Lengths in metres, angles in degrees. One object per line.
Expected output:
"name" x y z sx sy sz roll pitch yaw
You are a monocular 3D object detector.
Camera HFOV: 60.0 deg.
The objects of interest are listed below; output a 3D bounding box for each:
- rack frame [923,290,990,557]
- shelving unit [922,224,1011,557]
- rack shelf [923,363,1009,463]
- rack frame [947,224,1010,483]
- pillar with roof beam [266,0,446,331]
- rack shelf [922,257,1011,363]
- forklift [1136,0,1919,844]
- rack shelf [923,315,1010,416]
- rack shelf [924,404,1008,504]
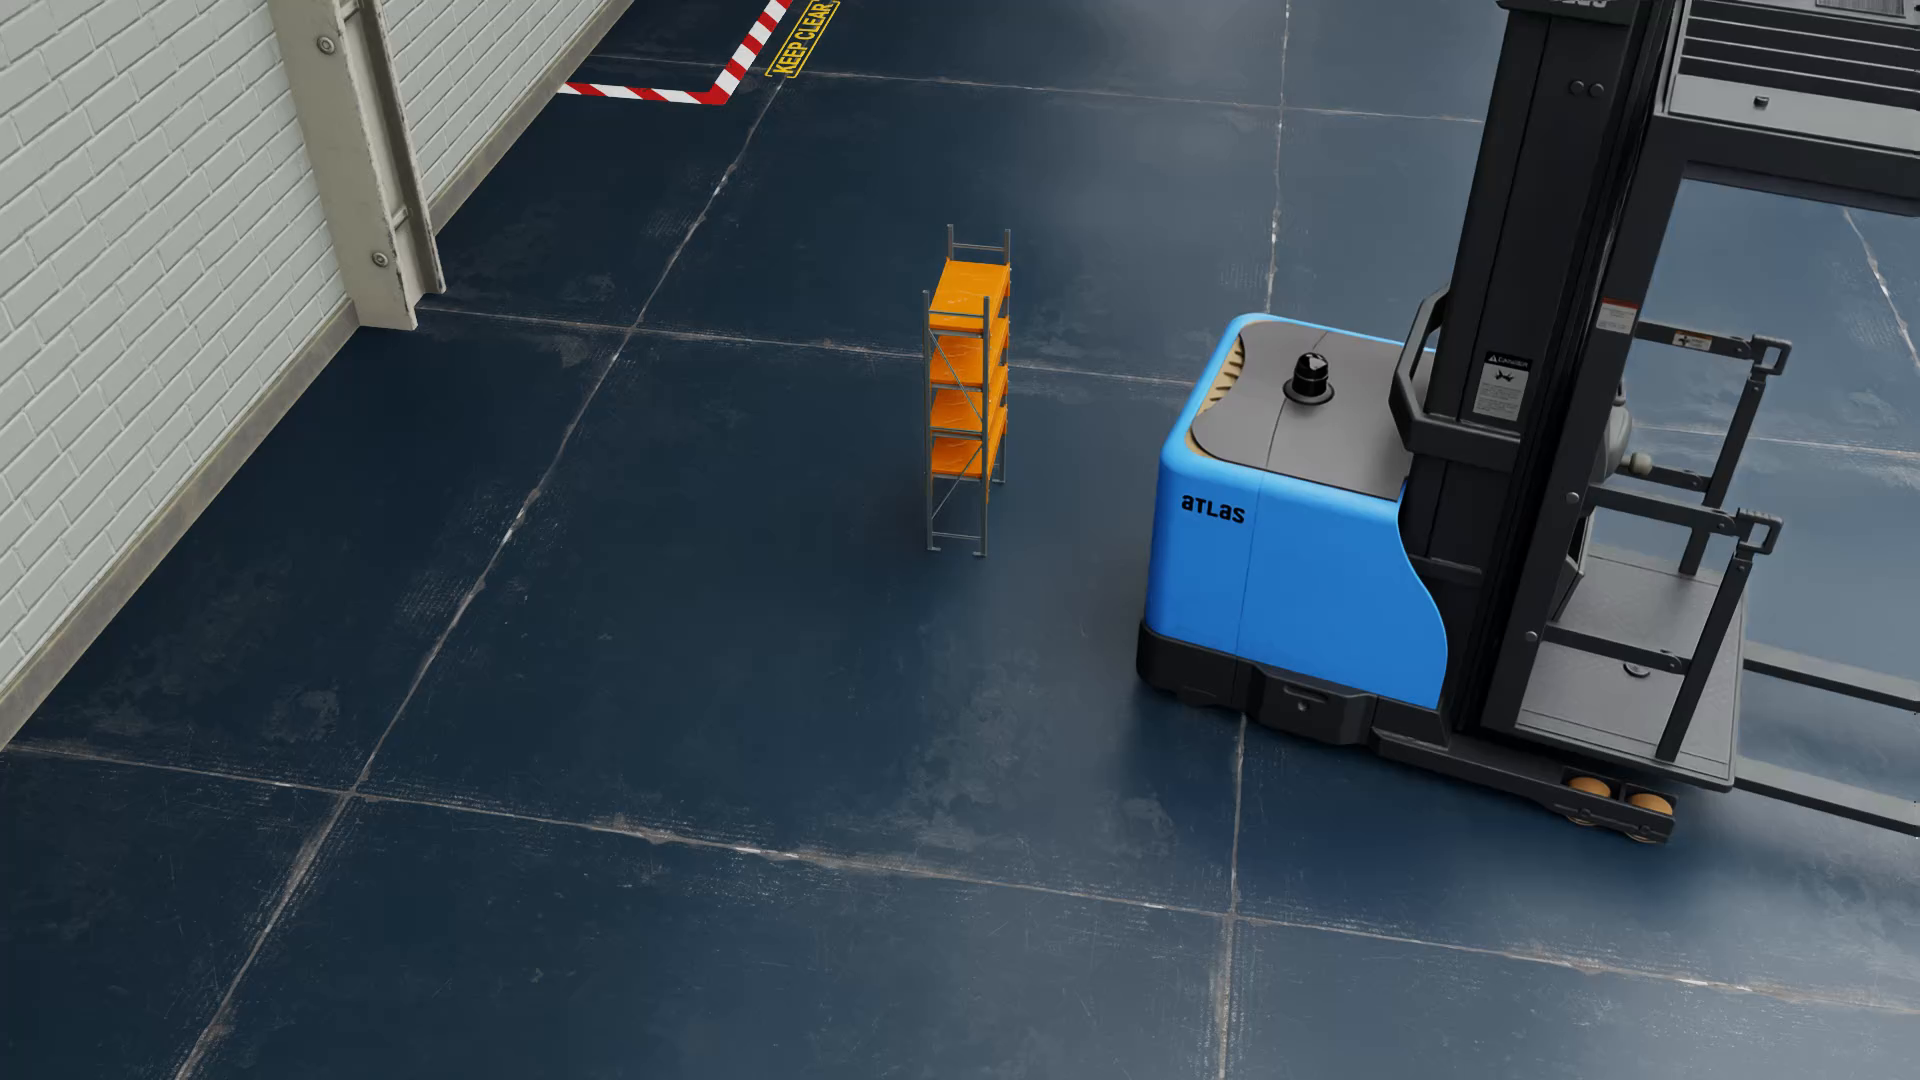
"rack frame" -0.014 -0.413 6.308 0.240 1.200 0.015 6 40 8
"shelving unit" 0.029 -0.566 6.493 0.258 1.200 0.503 6 40 8
"rack shelf" 0.029 -0.514 6.536 0.258 0.148 0.480 6 40 8
"rack frame" 0.071 -0.719 6.679 0.240 1.200 0.015 6 40 8
"pillar with roof beam" 1.504 -4.138 4.693 9.100 9.000 0.400 6 40 8
"rack shelf" 0.029 -0.869 6.243 0.258 0.148 0.480 6 40 8
"forklift" 2.209 -0.510 5.066 3.031 2.935 1.130 15 42 17
"rack shelf" 0.029 -0.687 6.394 0.258 0.148 0.480 6 40 8
"rack shelf" 0.029 -0.361 6.663 0.258 0.148 0.480 6 40 8
